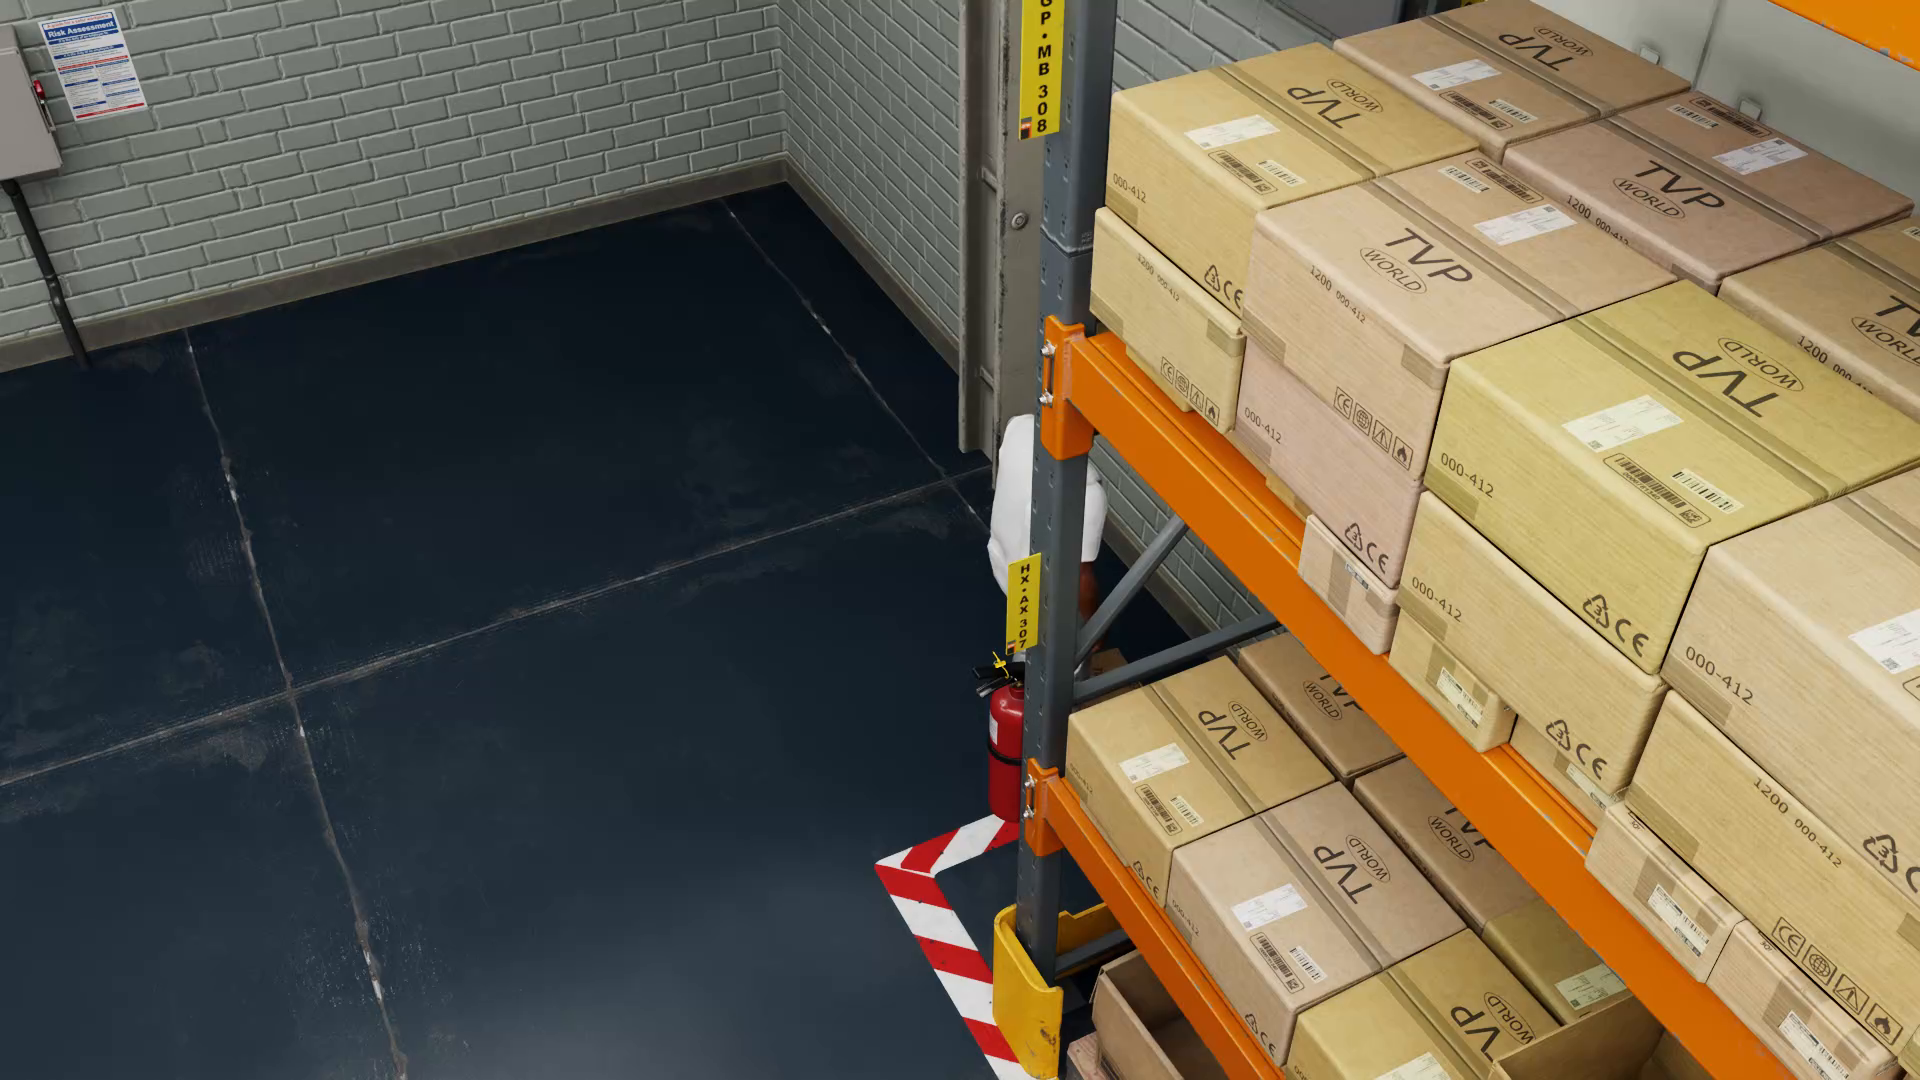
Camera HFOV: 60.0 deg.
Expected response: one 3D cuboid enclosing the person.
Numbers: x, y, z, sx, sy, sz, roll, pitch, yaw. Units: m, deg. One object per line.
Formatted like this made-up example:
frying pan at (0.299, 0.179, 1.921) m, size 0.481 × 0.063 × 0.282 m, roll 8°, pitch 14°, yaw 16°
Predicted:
person at (0.356, 0.110, 6.001) m, size 0.361 × 1.660 × 0.633 m, roll -16°, pitch 43°, yaw -17°
